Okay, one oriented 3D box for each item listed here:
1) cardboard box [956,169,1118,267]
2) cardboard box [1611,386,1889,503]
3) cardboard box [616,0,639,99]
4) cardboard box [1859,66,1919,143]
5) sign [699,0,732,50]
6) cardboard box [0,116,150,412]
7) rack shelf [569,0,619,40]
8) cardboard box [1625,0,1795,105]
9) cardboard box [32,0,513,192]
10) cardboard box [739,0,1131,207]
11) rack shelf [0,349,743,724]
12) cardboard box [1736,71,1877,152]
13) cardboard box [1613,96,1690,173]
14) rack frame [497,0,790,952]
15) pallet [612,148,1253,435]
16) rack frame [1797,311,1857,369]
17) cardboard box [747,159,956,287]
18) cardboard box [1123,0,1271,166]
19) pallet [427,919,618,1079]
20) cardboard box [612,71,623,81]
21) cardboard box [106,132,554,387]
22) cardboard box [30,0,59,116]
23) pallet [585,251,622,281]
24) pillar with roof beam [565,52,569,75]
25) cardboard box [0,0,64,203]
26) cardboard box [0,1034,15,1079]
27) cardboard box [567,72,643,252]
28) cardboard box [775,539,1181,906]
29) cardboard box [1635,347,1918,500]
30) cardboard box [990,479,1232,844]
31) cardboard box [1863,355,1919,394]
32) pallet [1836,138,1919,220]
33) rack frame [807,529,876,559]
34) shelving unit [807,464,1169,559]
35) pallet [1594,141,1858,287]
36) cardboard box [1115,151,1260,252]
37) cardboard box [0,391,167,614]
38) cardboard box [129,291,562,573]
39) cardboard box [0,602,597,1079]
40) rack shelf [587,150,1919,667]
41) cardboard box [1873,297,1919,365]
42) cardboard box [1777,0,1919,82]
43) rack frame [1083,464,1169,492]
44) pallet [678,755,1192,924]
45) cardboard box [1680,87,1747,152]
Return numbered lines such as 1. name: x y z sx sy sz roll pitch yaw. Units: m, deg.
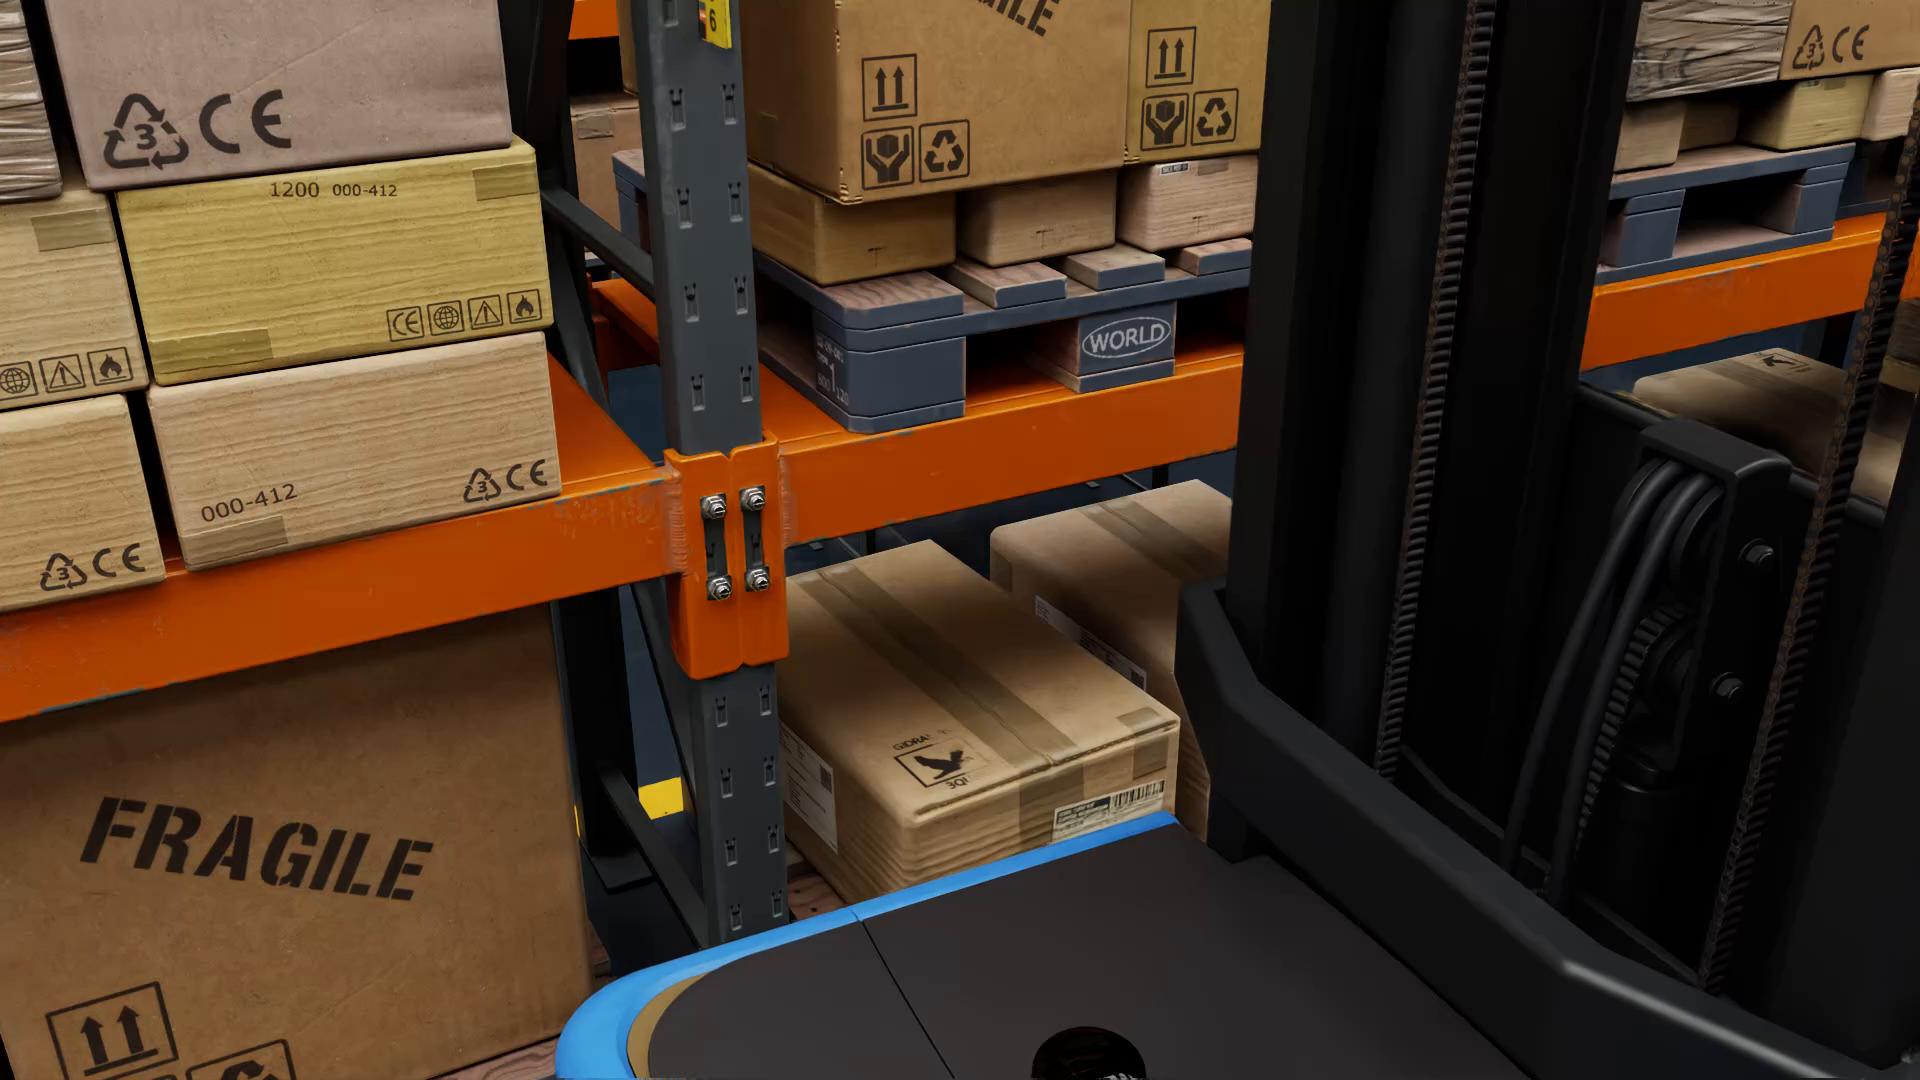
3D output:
1. cardboard box: 0.057 -0.599 2.838 0.250 0.149 0.380 -15 29 -28
2. cardboard box: 1.853 -0.047 4.434 0.625 0.372 0.950 -11 28 -22
3. cardboard box: -0.312 -1.051 3.028 0.500 0.500 0.500 -14 29 -27
4. cardboard box: 1.948 -0.998 3.667 0.250 0.149 0.380 -13 28 -25
5. sign: -0.318 -0.794 2.101 0.005 0.325 0.100 -13 29 -25
6. cardboard box: -1.341 -0.340 2.087 0.500 0.250 0.500 -14 29 -26
7. rack shelf: -1.157 -2.461 7.742 4.000 0.370 1.077 -13 29 -25
8. cardboard box: 1.290 -1.174 3.284 0.500 0.500 0.500 -14 29 -27
9. cardboard box: -0.916 -0.774 2.126 0.500 0.500 0.500 -14 29 -26
10. cardboard box: -0.076 -0.855 2.621 0.500 0.500 0.500 -14 29 -27
11. rack shelf: -2.347 0.248 2.099 4.000 0.370 1.077 -13 29 -25
12. cardboard box: 1.716 -0.962 3.592 0.250 0.149 0.380 -13 29 -25
13. cardboard box: 1.241 -0.865 3.392 0.250 0.149 0.380 -12 28 -23
14. rack frame: -0.582 -0.483 2.791 0.127 3.000 1.000 -13 29 -25
15. pallet: -0.004 -0.583 3.220 1.003 0.211 1.213 -13 29 -25
16. rack frame: 2.947 -1.298 4.488 0.127 3.000 1.000 -13 29 -25
17. cardboard box: -0.208 -0.555 2.745 0.250 0.149 0.380 -15 29 -28
18. cardboard box: 0.380 -0.964 2.848 0.500 0.500 0.500 -11 28 -22
19. pallet: -1.314 0.905 3.120 1.213 0.211 1.003 -13 29 -25
20. cardboard box: -1.198 -1.892 7.984 0.625 0.625 0.875 -14 29 -27
21. cardboard box: -0.890 -0.445 2.308 0.500 0.250 0.500 -13 29 -25
22. cardboard box: -1.566 -0.867 2.320 0.500 0.500 0.500 -13 28 -25
23. pallet: -2.177 -1.274 7.660 1.213 0.211 1.003 -13 29 -25
24. pillar with roof beam: -0.169 -4.048 3.285 0.400 9.000 9.100 -13 29 -25
25. cardboard box: -1.364 -0.666 1.902 0.500 0.500 0.500 -12 28 -24
26. cardboard box: -2.020 0.574 2.558 0.875 0.875 0.875 -13 28 -24
27. cardboard box: -1.792 -1.755 7.698 0.625 0.625 0.875 -12 28 -23
28. cardboard box: -0.079 0.401 3.501 0.625 0.372 0.950 -15 30 -29
29. cardboard box: 2.485 -0.195 4.741 0.625 0.372 0.950 -13 28 -24
30. cardboard box: 0.568 0.247 3.820 0.625 0.372 0.950 -14 29 -26
31. cardboard box: 3.342 -0.471 5.457 0.500 0.250 0.500 -12 28 -23
32. pallet: 2.204 -1.112 4.321 1.213 0.211 1.003 -13 29 -25
33. rack frame: -0.373 -0.590 4.746 0.032 1.500 0.500 -13 29 -25
34. shelving unit: 0.075 -0.693 4.962 1.048 1.500 0.538 -13 29 -25
35. pallet: 1.145 -0.816 3.705 1.213 0.211 1.003 -13 29 -25
36. cardboard box: 0.320 -0.638 2.917 0.250 0.149 0.380 -15 29 -28
37. cardboard box: -1.350 -0.104 2.173 0.500 0.250 0.500 -12 28 -24
38. cardboard box: -0.906 -0.214 2.403 0.500 0.250 0.500 -14 29 -27
39. cardboard box: -1.231 0.394 2.933 0.875 0.875 0.875 -13 29 -26
40. rack shelf: 1.182 -0.566 3.795 4.000 0.370 1.077 -13 29 -25
41. cardboard box: 3.343 -0.809 5.294 0.500 0.500 0.500 -13 29 -26
42. cardboard box: 1.752 -1.281 3.507 0.500 0.500 0.500 -12 28 -23
43. rack frame: 0.524 -0.797 5.177 0.032 1.500 0.500 -13 29 -25
44. pallet: 0.108 0.615 3.725 1.213 0.211 1.003 -13 29 -25
45. cardboard box: 1.435 -0.947 3.562 0.250 0.149 0.380 -14 29 -27
